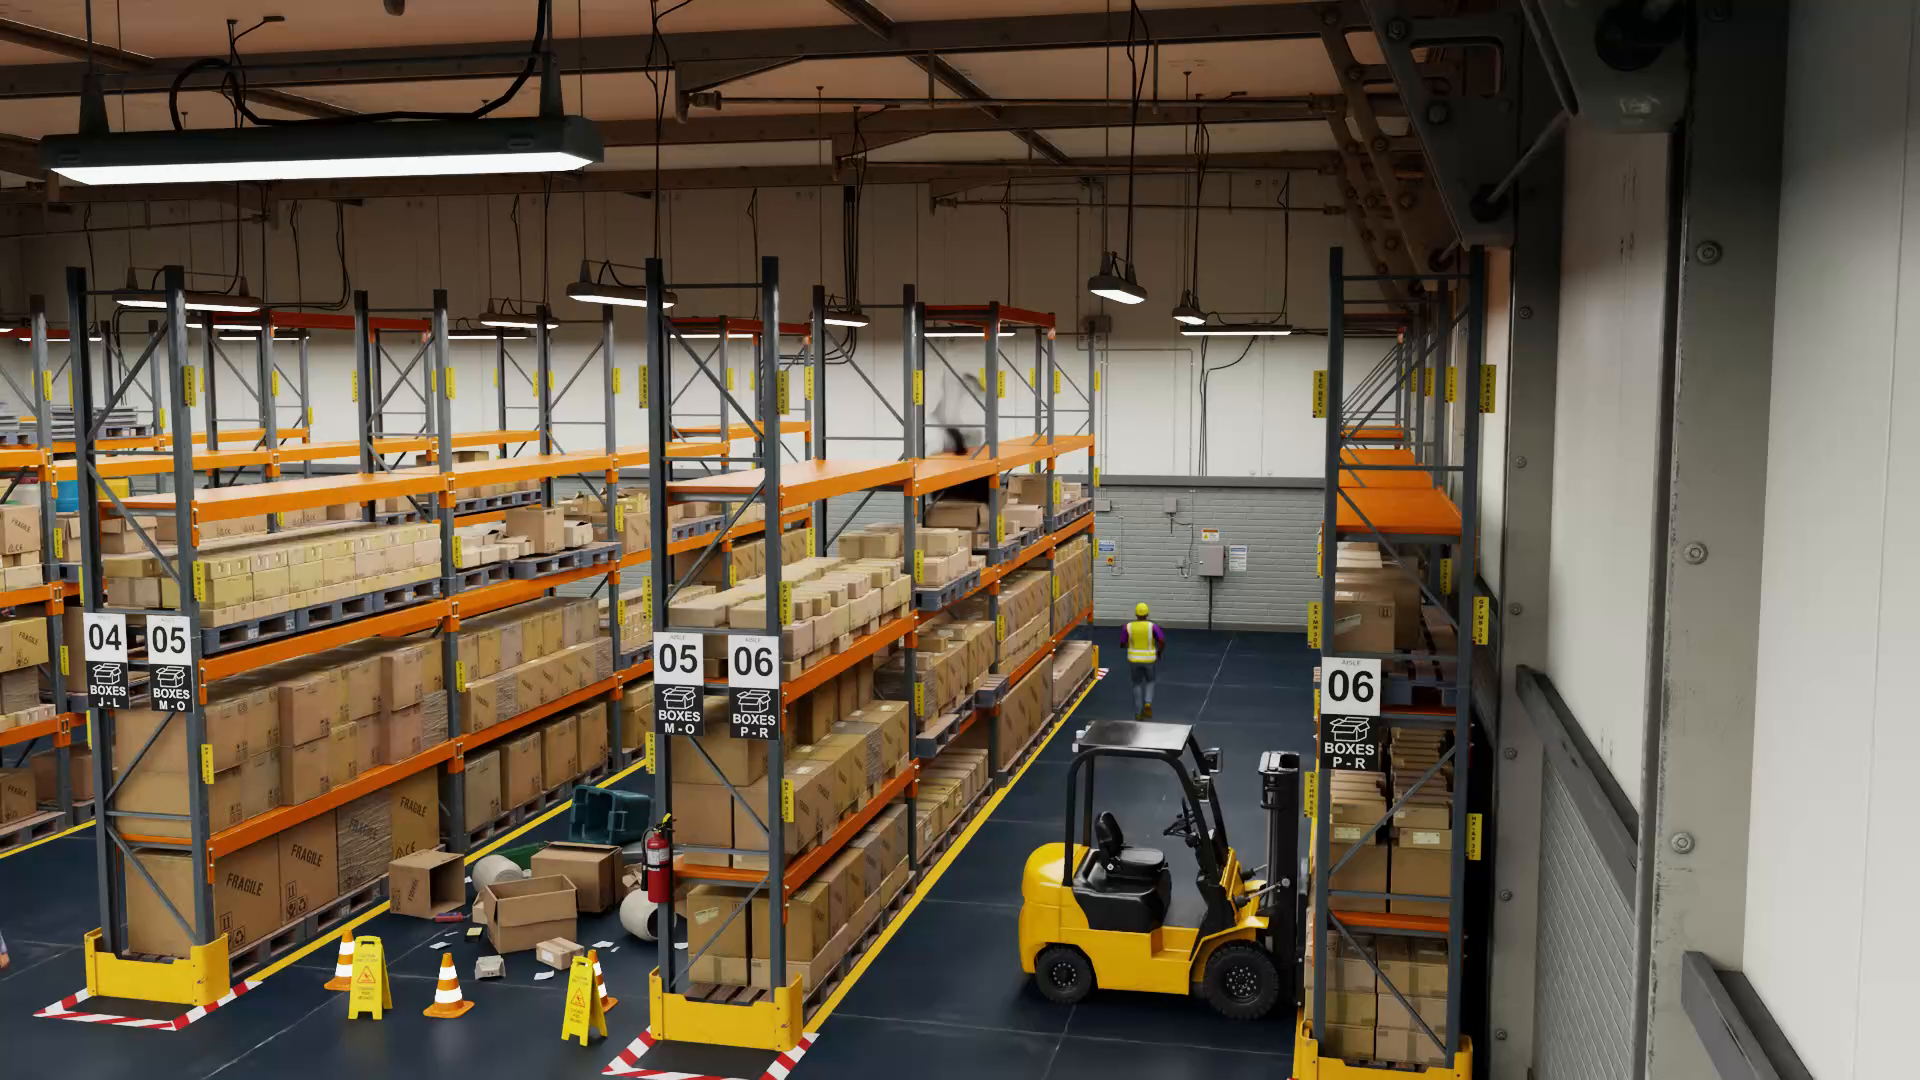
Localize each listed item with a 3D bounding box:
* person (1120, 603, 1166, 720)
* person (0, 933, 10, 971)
[{"bbox_3d":[2.725,1.787,24.728,0.684,1.739,0.622,1,6,10],"label":"person"},{"bbox_3d":[-6.808,3.186,11.339,0.603,1.644,0.920,-3,7,-28],"label":"person"}]
